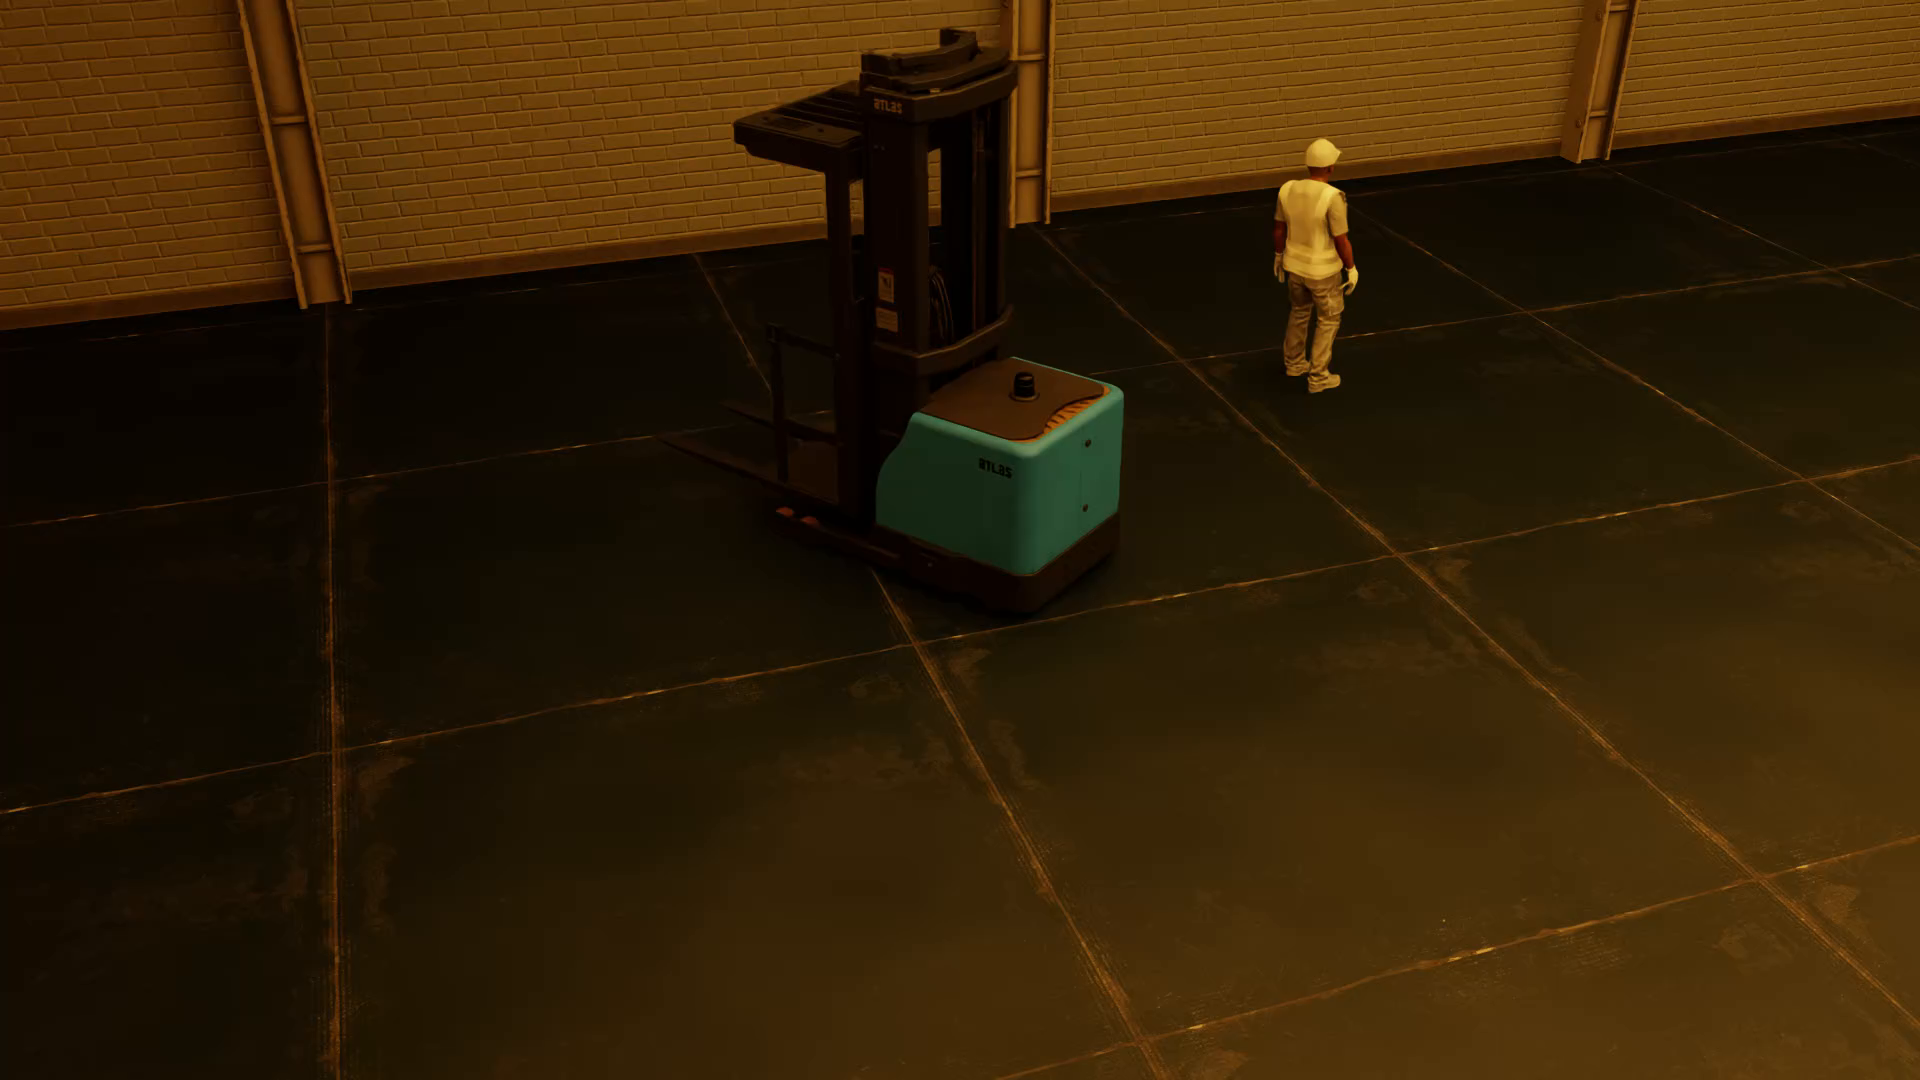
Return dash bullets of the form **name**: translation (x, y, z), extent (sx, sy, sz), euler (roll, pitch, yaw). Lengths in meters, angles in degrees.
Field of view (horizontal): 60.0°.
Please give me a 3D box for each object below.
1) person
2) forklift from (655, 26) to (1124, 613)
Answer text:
- **person**: translation (2.503, -1.909, 11.582), extent (0.506, 1.803, 0.648), euler (-23, 37, -34)
- **forklift**: translation (-0.550, -1.438, 9.586), extent (3.031, 2.935, 1.130), euler (20, 35, 31)
